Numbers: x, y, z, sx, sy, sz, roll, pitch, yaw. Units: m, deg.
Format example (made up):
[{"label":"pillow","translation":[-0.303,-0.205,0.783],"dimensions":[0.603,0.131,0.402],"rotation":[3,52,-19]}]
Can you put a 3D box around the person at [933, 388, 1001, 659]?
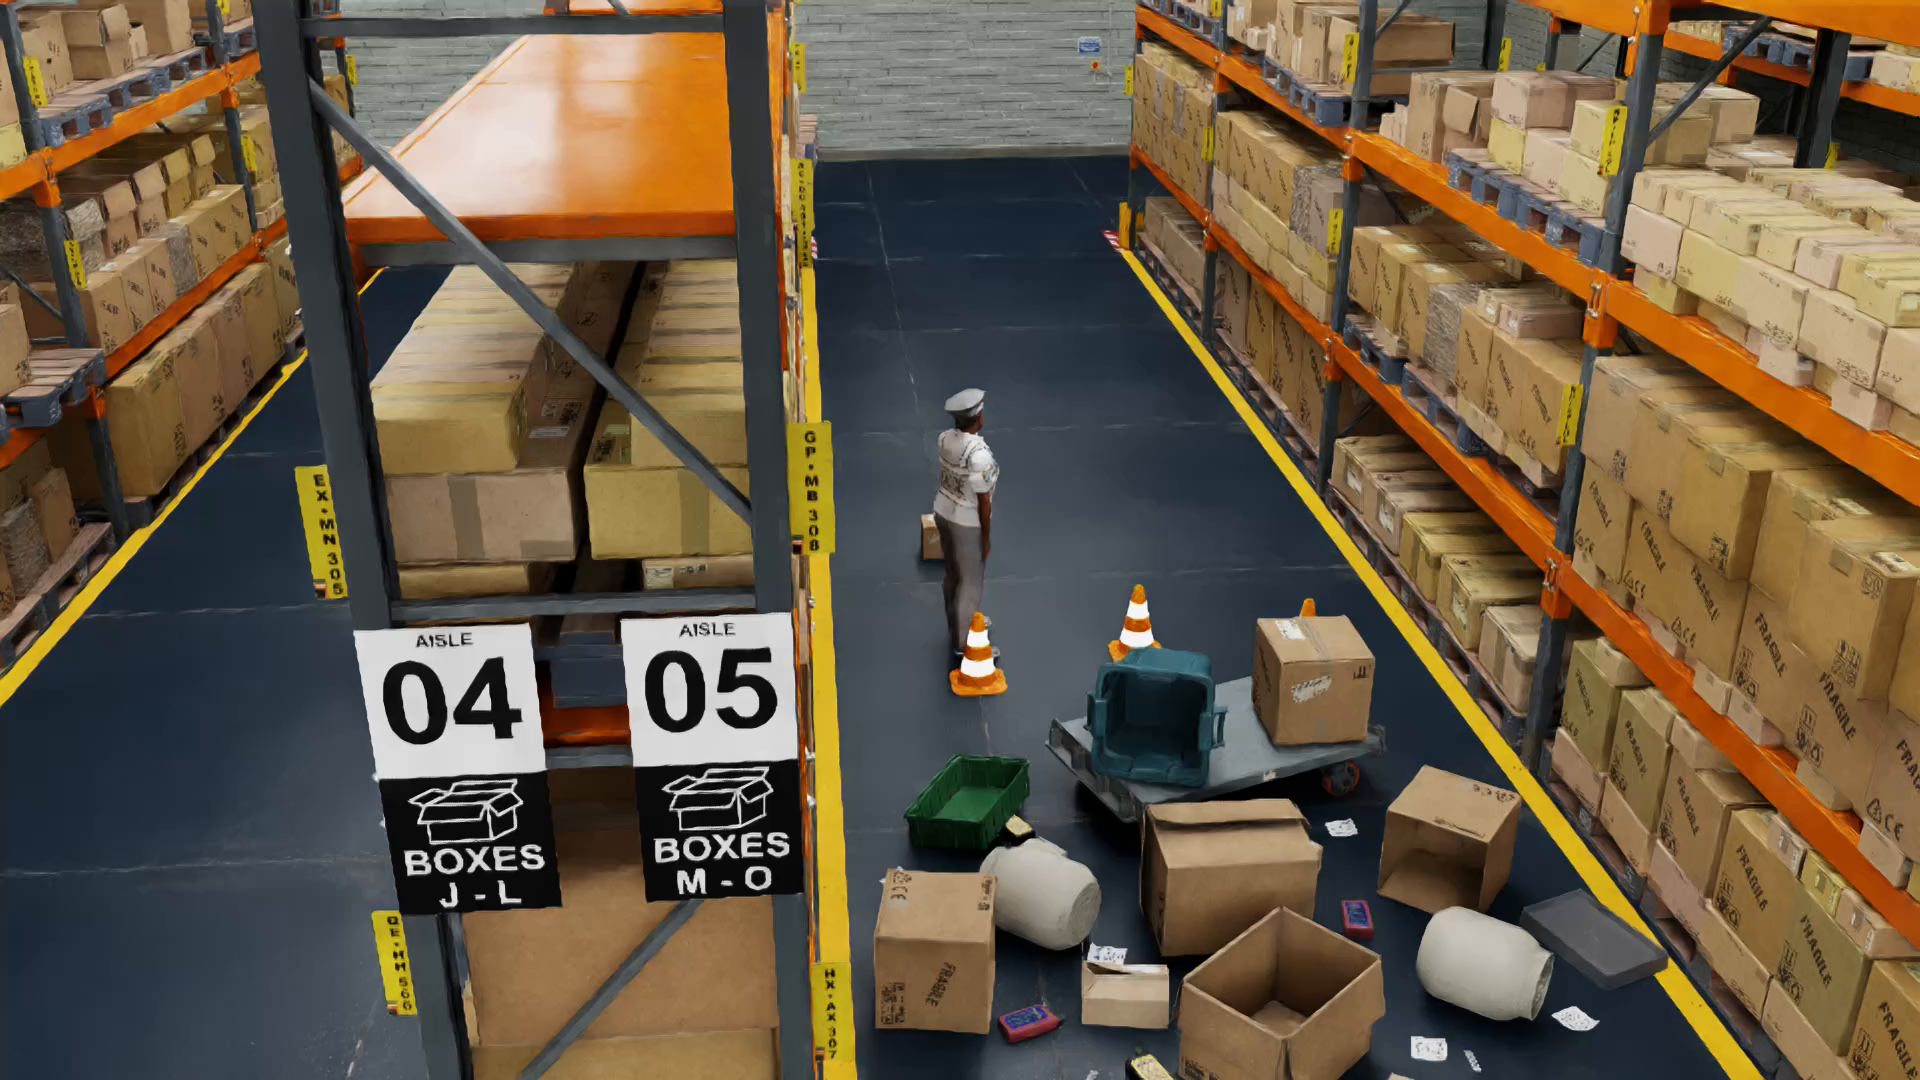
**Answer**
[{"label":"person","translation":[0.080,-0.111,10.270],"dimensions":[0.430,1.685,0.519],"rotation":[-14,28,-29]}]
